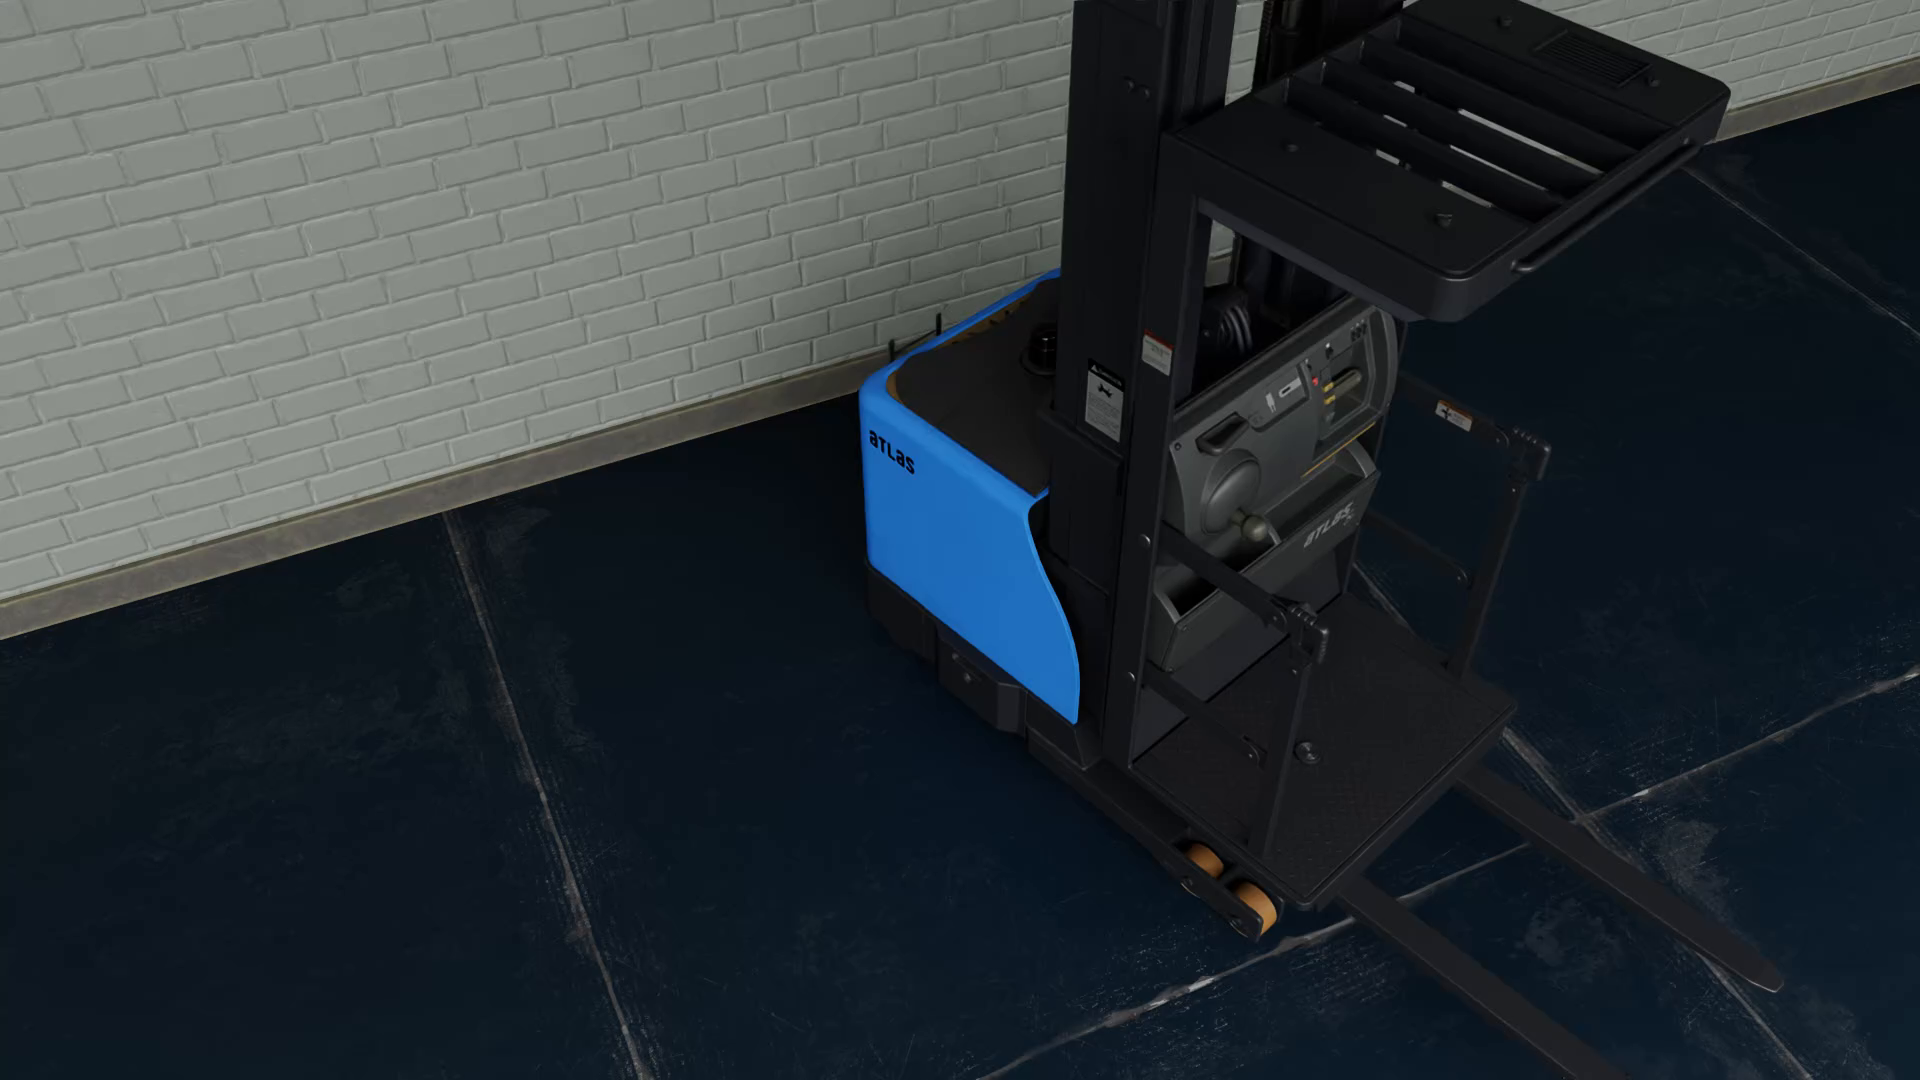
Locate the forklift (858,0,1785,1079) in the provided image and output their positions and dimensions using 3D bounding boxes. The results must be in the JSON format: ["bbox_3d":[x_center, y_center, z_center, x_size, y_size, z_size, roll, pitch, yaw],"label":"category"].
[{"bbox_3d":[1.040,-0.257,4.423,1.130,2.935,3.031,-34,54,-29],"label":"forklift"}]

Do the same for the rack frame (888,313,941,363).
[{"bbox_3d":[-0.154,-0.410,6.025,0.240,0.900,0.006,-34,54,-29],"label":"rack frame"}]

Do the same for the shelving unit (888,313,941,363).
[{"bbox_3d":[-0.084,-0.358,5.972,0.258,0.900,0.210,-34,54,-29],"label":"shelving unit"}]
